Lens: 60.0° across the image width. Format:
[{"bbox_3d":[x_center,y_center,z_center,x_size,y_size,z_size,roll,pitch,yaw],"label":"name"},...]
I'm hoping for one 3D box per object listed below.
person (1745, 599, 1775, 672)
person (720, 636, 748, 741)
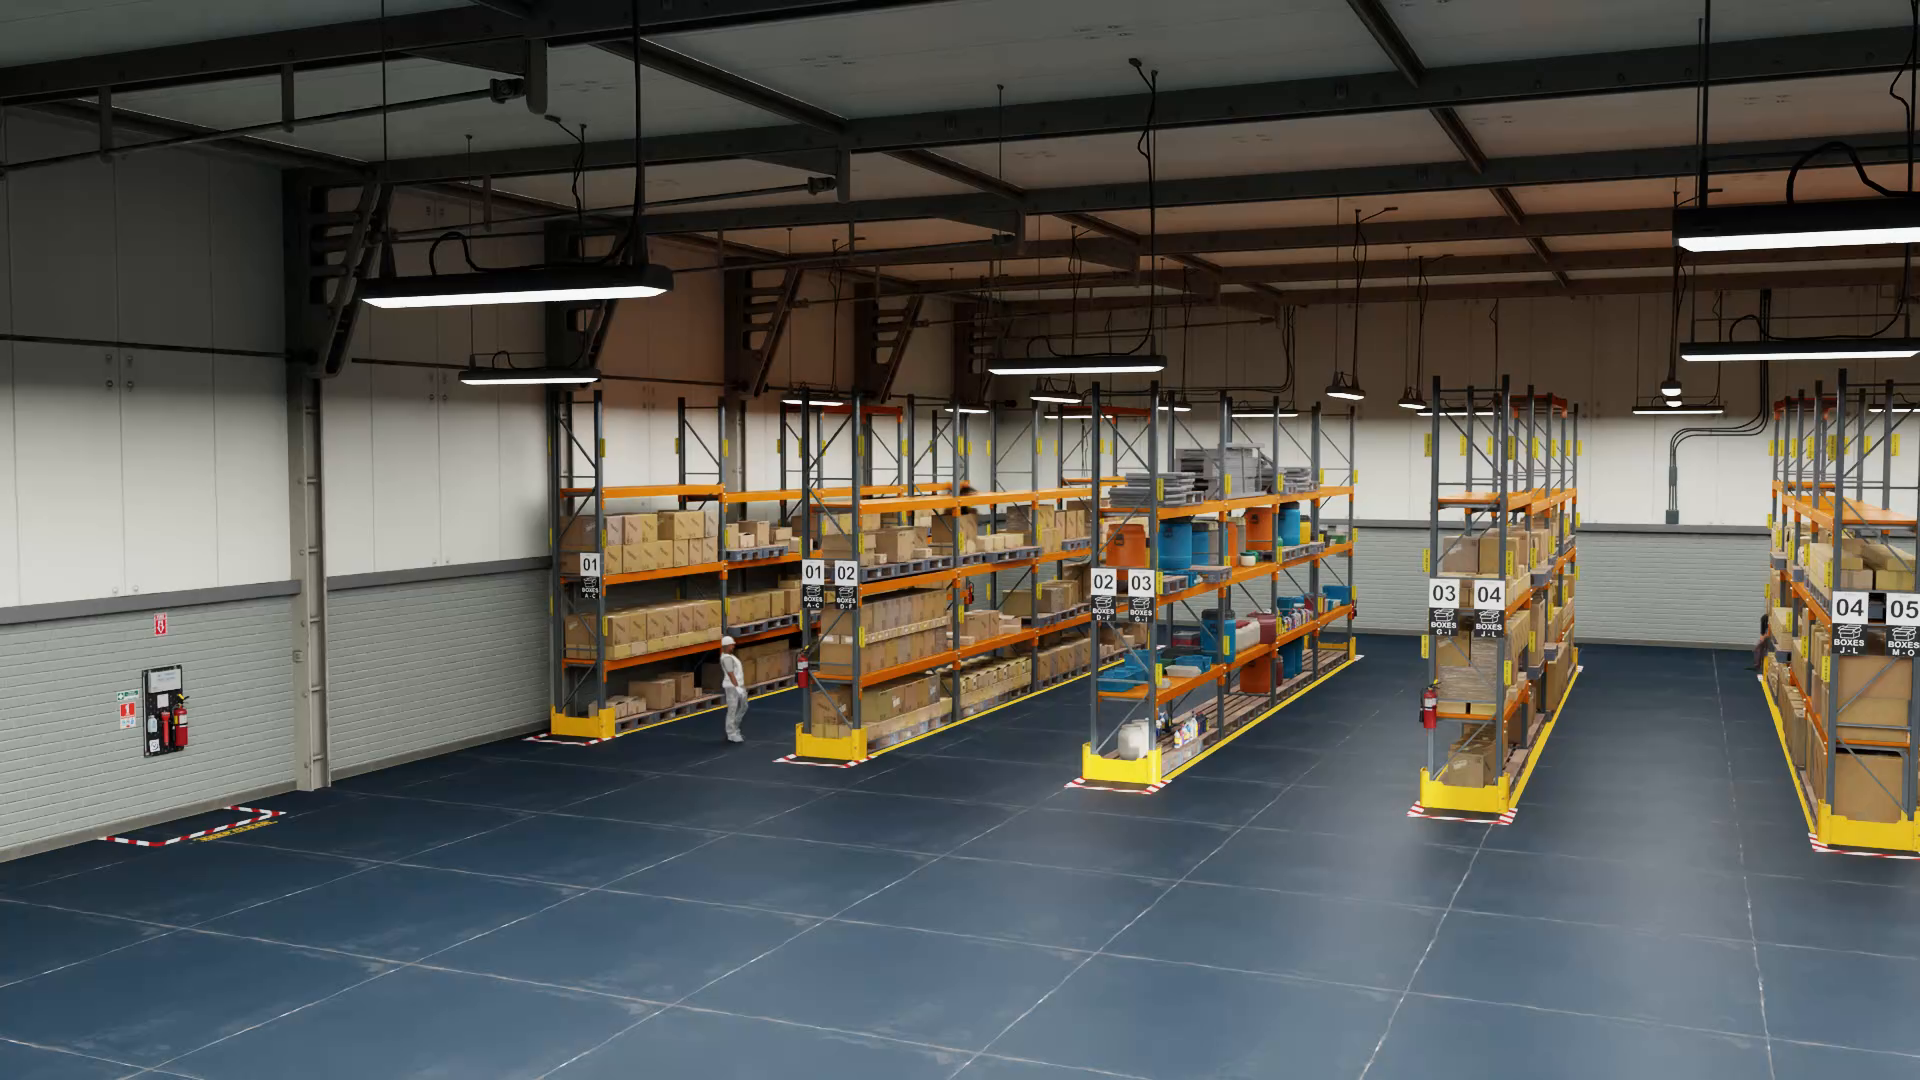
[{"bbox_3d":[17.932,2.125,36.881,0.944,1.678,0.578,2,4,26],"label":"person"},{"bbox_3d":[-3.866,2.542,28.459,0.575,1.806,0.620,1,3,14],"label":"person"}]
